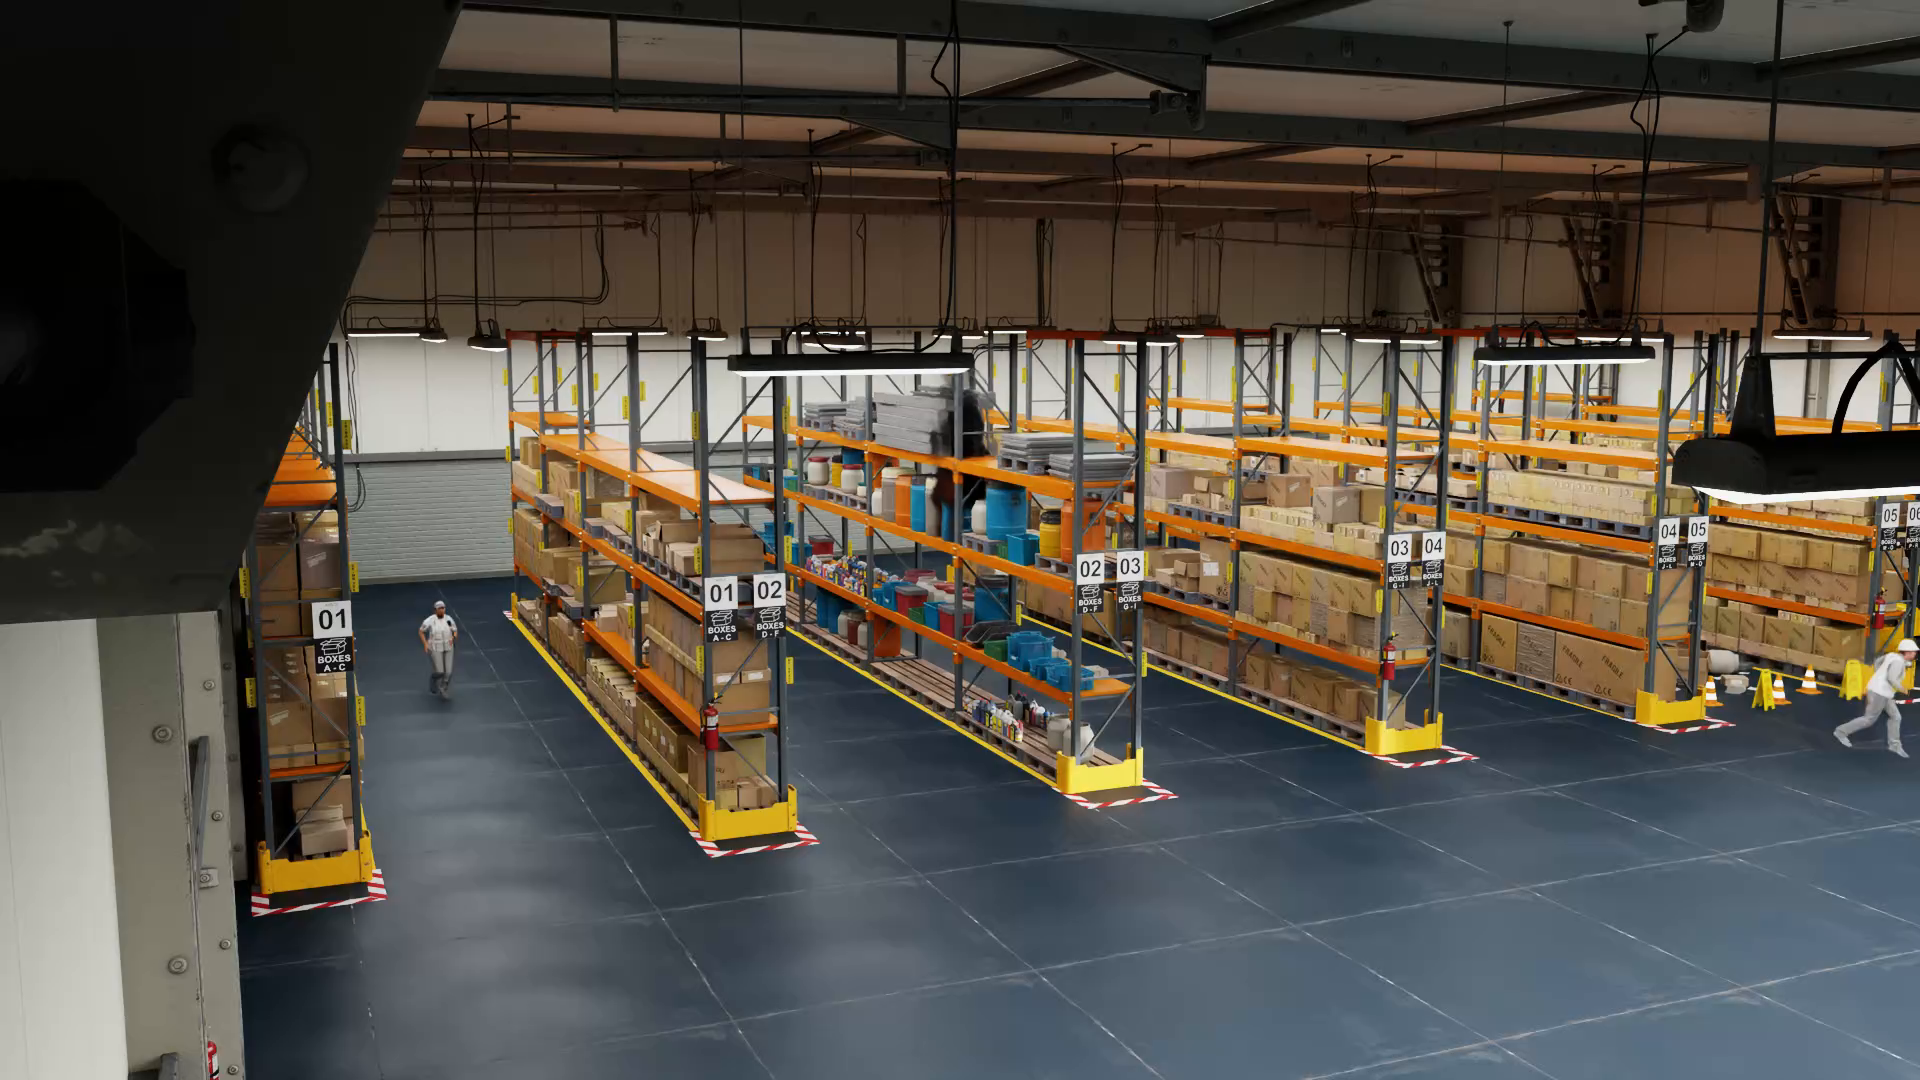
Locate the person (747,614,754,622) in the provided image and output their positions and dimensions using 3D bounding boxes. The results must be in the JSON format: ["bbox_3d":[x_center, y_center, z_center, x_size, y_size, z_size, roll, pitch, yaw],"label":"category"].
[{"bbox_3d":[-3.534,1.529,28.677,0.506,1.500,0.654,-6,10,-39],"label":"person"}]

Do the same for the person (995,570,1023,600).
[{"bbox_3d":[1.021,1.025,32.985,0.560,1.663,0.573,-4,9,-26],"label":"person"}]

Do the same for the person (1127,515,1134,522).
[{"bbox_3d":[4.359,-0.193,41.756,0.627,1.756,0.723,0,8,1],"label":"person"}]

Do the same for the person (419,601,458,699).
[{"bbox_3d":[-8.533,1.817,27.367,0.601,1.628,0.539,-5,9,-34],"label":"person"}]

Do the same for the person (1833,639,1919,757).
[{"bbox_3d":[13.206,2.260,23.979,1.045,1.732,0.697,2,8,17],"label":"person"}]
